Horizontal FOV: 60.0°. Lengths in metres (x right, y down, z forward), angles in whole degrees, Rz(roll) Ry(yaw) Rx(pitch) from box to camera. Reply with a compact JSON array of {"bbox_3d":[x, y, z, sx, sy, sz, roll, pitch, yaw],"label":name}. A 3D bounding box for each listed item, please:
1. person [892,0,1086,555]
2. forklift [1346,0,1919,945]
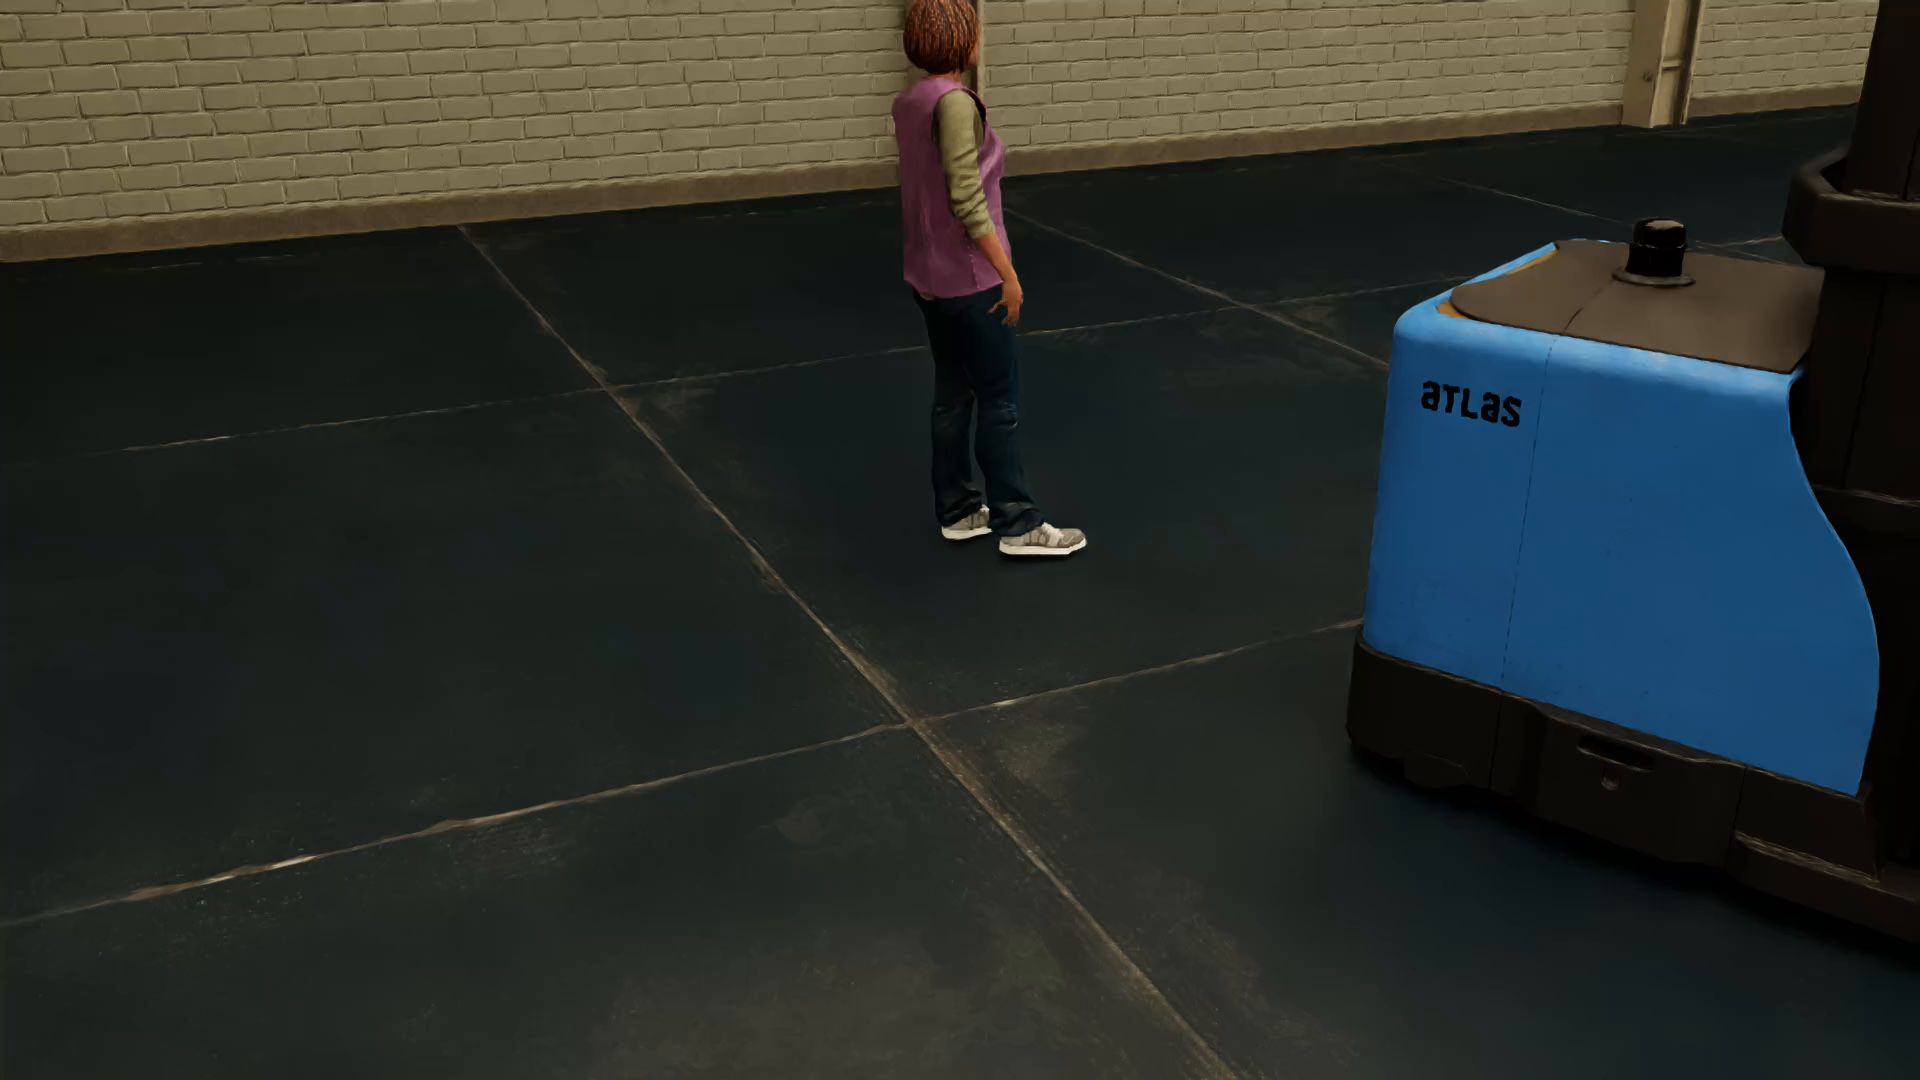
[{"bbox_3d":[0.073,-0.751,4.815,0.474,1.597,0.520,-10,25,-23],"label":"person"},{"bbox_3d":[2.360,-0.627,2.795,3.031,2.935,1.130,17,28,35],"label":"forklift"}]
